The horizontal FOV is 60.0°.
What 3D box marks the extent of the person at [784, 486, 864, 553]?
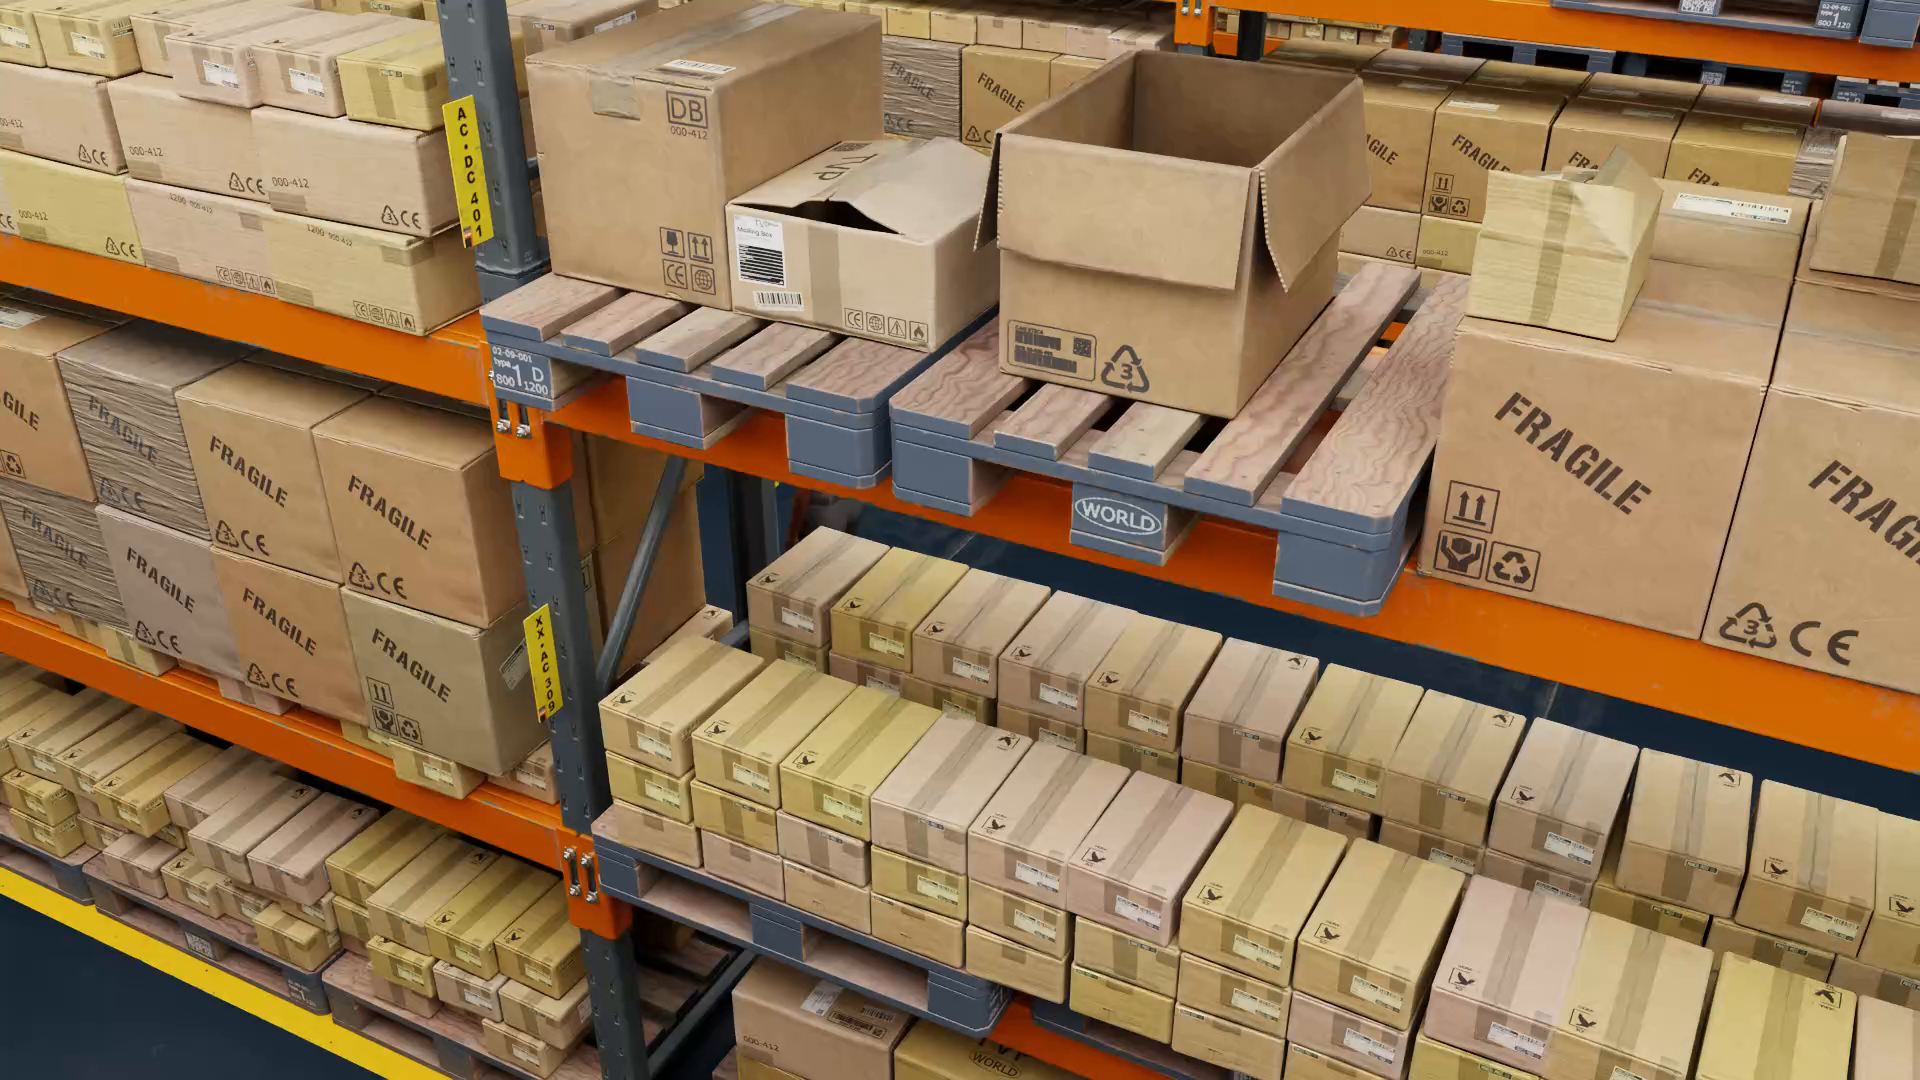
[{"bbox_3d":[-0.647,-0.134,7.366,0.403,1.653,0.528,12,32,20],"label":"person"}]
